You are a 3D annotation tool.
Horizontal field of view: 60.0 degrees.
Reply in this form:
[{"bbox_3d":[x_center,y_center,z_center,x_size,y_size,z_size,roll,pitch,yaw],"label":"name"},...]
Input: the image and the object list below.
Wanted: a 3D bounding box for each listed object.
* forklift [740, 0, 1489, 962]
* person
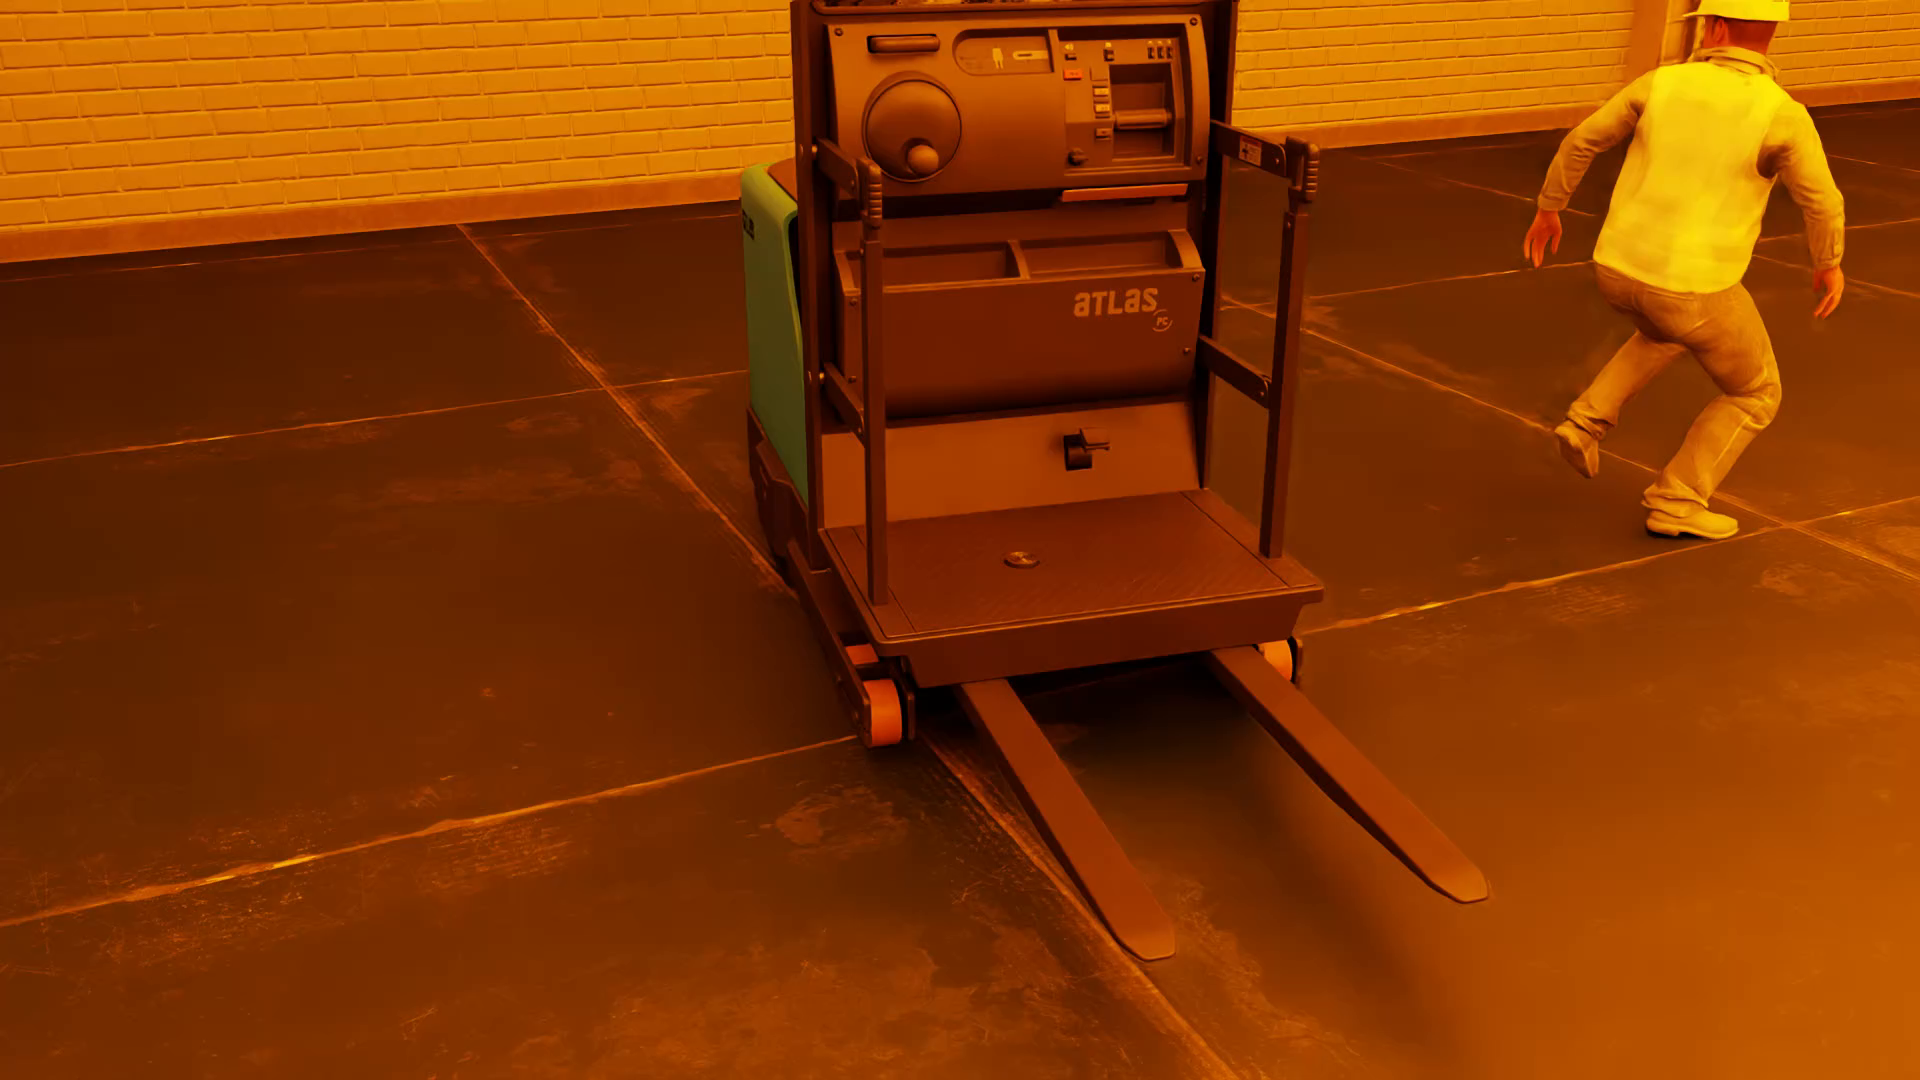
[{"bbox_3d":[0.212,-1.030,3.765,1.130,2.935,3.031,-6,23,-15],"label":"forklift"},{"bbox_3d":[2.184,-0.847,4.995,0.596,1.675,0.802,-12,25,-27],"label":"person"}]
